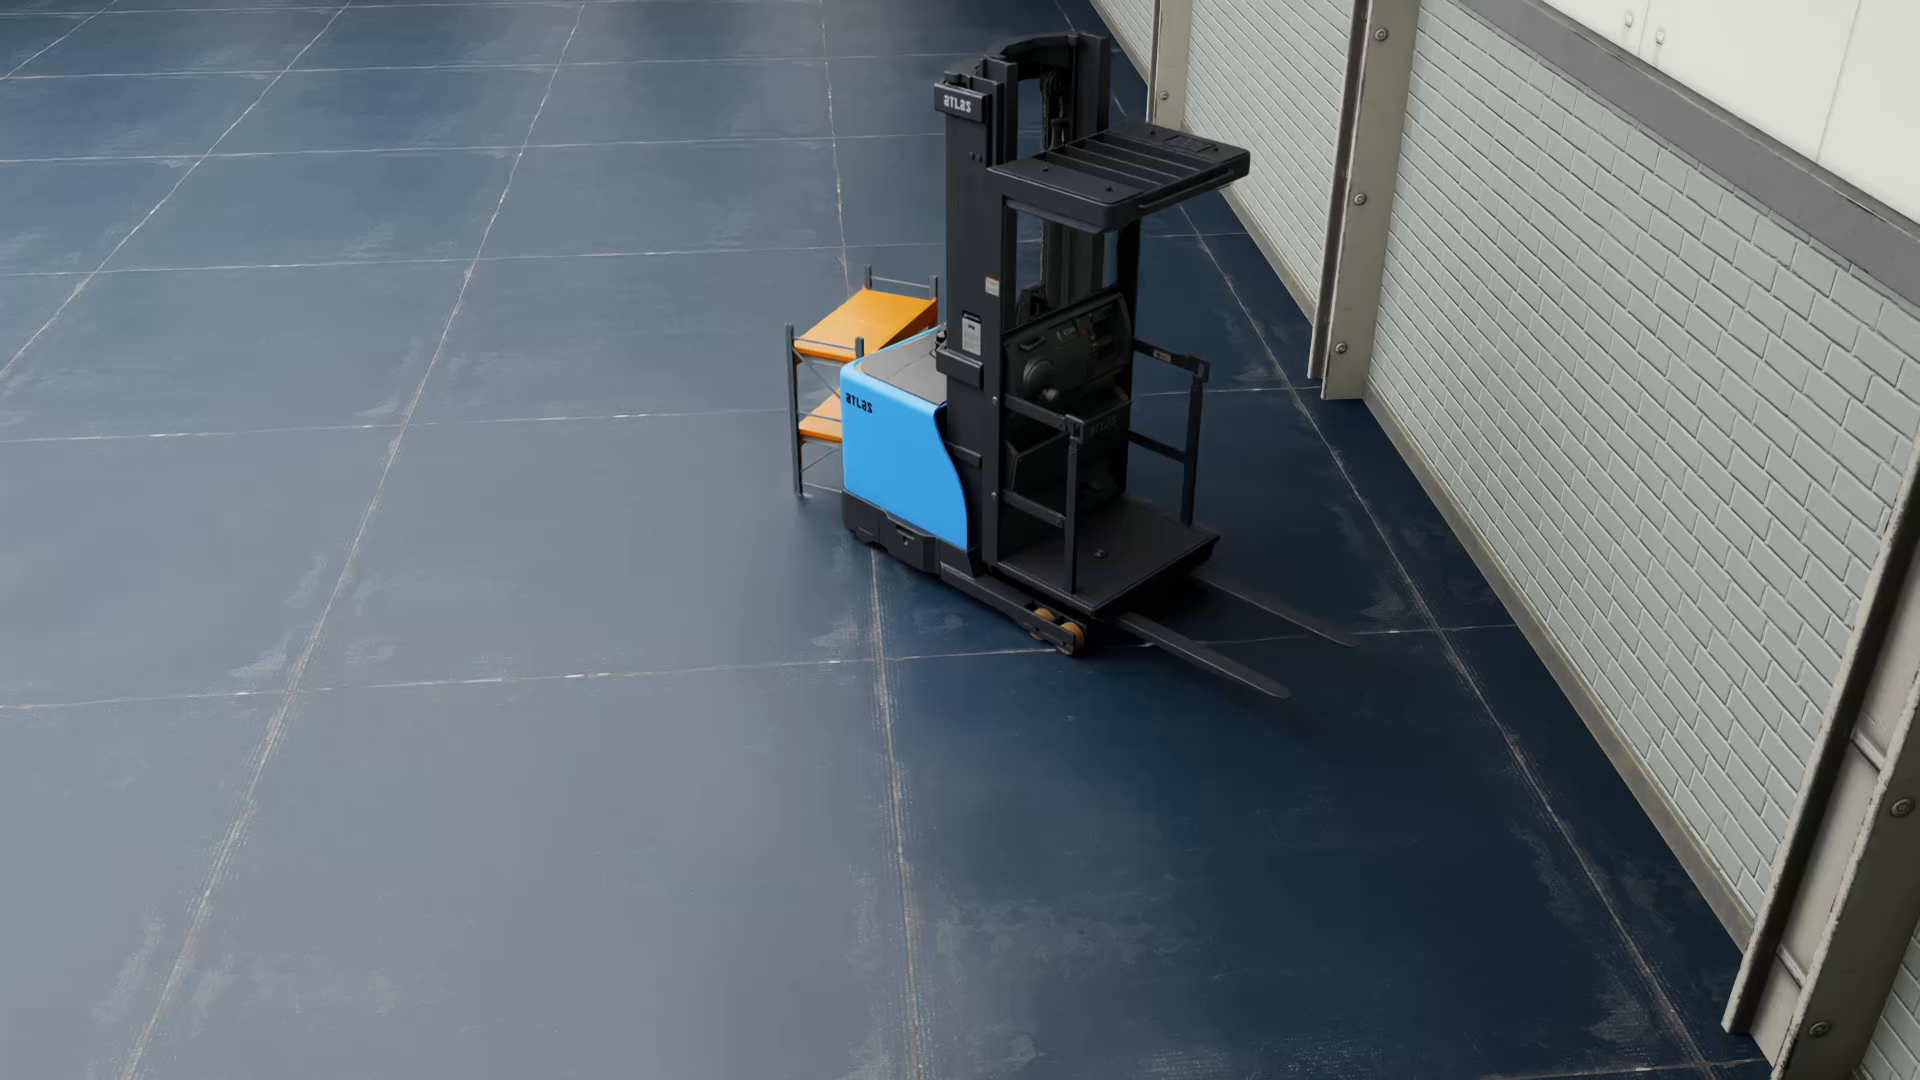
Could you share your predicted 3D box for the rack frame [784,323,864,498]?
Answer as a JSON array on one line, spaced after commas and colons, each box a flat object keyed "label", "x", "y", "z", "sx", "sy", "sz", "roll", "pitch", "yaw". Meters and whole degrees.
[{"label": "rack frame", "x": -0.784, "y": -0.720, "z": 9.858, "sx": 0.500, "sy": 1.125, "sz": 0.032, "roll": 13, "pitch": 33, "yaw": 20}]

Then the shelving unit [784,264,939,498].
[{"label": "shelving unit", "x": -0.578, "y": -0.958, "z": 10.257, "sx": 0.538, "sy": 1.125, "sz": 1.048, "roll": 13, "pitch": 33, "yaw": 20}]

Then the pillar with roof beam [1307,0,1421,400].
[{"label": "pillar with roof beam", "x": -1.673, "y": -4.723, "z": 8.882, "sx": 9.100, "sy": 9.000, "sz": 0.400, "roll": -3, "pitch": 31, "yaw": -5}]

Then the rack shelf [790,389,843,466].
[{"label": "rack shelf", "x": -0.578, "y": -0.748, "z": 10.383, "sx": 0.538, "sy": 0.278, "sz": 1.000, "roll": 13, "pitch": 33, "yaw": 20}]

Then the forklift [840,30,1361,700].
[{"label": "forklift", "x": 0.718, "y": -0.960, "z": 8.498, "sx": 3.031, "sy": 2.935, "sz": 1.130, "roll": 26, "pitch": 40, "yaw": 37}]

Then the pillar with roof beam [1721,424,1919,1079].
[{"label": "pillar with roof beam", "x": -1.113, "y": -1.660, "z": 3.754, "sx": 9.100, "sy": 9.000, "sz": 0.400, "roll": -3, "pitch": 31, "yaw": -5}]

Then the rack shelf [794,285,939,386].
[{"label": "rack shelf", "x": -0.578, "y": -1.209, "z": 10.107, "sx": 0.538, "sy": 0.278, "sz": 1.000, "roll": 13, "pitch": 33, "yaw": 20}]

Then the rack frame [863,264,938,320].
[{"label": "rack frame", "x": -0.372, "y": -1.196, "z": 10.656, "sx": 0.500, "sy": 1.125, "sz": 0.032, "roll": 13, "pitch": 33, "yaw": 20}]

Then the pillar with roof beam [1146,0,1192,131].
[{"label": "pillar with roof beam", "x": -2.234, "y": -7.787, "z": 14.011, "sx": 9.100, "sy": 9.000, "sz": 0.400, "roll": -3, "pitch": 31, "yaw": -5}]
